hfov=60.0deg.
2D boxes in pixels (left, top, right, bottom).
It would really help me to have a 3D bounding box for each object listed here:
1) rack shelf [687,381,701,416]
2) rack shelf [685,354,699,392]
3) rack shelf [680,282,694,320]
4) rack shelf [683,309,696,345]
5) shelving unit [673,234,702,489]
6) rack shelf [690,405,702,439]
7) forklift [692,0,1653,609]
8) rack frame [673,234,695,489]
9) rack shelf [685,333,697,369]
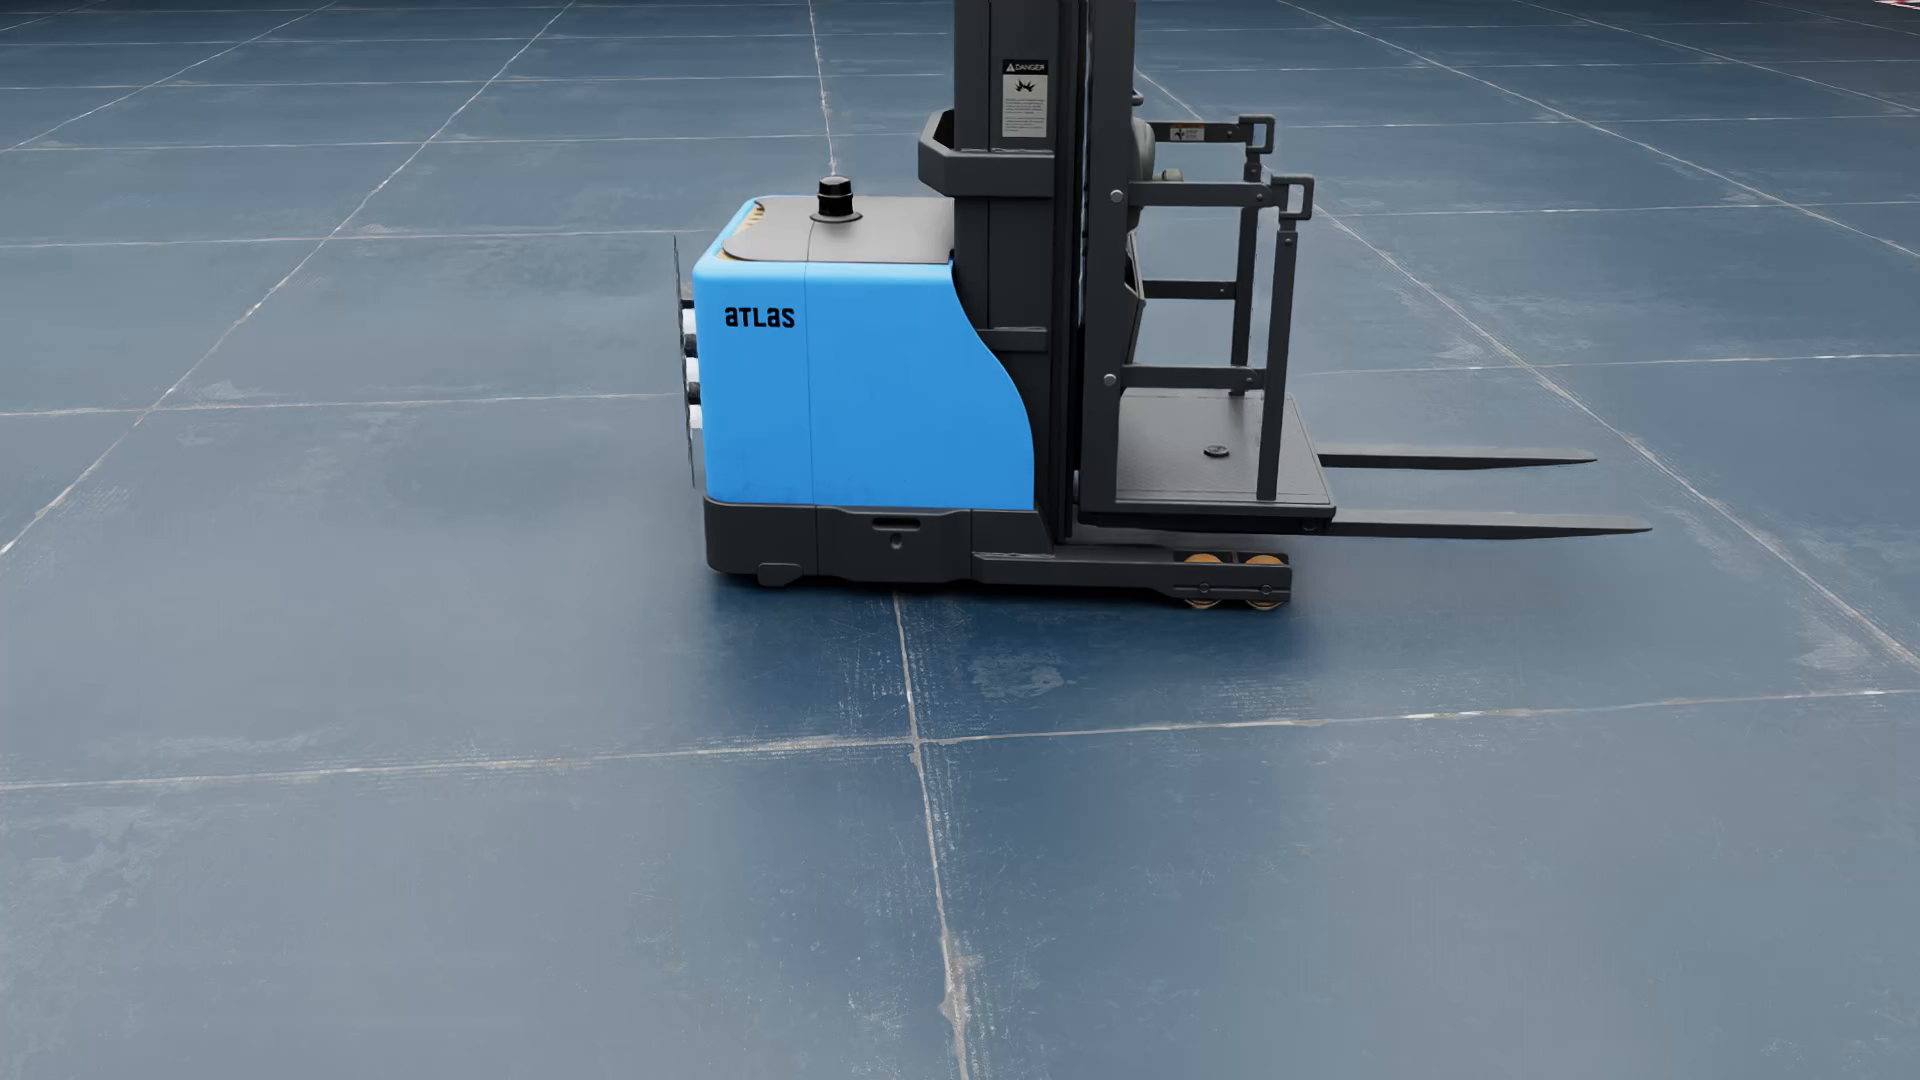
[{"bbox_3d":[-0.912,-0.545,6.171,0.200,0.077,0.258,-5,24,-10],"label":"rack shelf"},{"bbox_3d":[-0.912,-0.627,6.135,0.200,0.077,0.258,-5,24,-10],"label":"rack shelf"},{"bbox_3d":[-0.912,-0.874,6.025,0.200,0.077,0.258,-5,24,-10],"label":"rack shelf"},{"bbox_3d":[-0.912,-0.791,6.062,0.200,0.077,0.258,-5,24,-10],"label":"rack shelf"},{"bbox_3d":[-0.912,-0.657,6.121,0.210,0.900,0.258,-5,24,-10],"label":"shelving unit"},{"bbox_3d":[-0.912,-0.463,6.208,0.200,0.077,0.258,-5,24,-10],"label":"rack shelf"},{"bbox_3d":[0.712,-1.344,5.165,3.031,2.935,1.130,1,24,3],"label":"forklift"},{"bbox_3d":[-1.012,-0.649,6.103,0.006,0.900,0.240,-5,24,-10],"label":"rack frame"},{"bbox_3d":[-0.912,-0.709,6.098,0.200,0.077,0.258,-5,24,-10],"label":"rack shelf"}]
